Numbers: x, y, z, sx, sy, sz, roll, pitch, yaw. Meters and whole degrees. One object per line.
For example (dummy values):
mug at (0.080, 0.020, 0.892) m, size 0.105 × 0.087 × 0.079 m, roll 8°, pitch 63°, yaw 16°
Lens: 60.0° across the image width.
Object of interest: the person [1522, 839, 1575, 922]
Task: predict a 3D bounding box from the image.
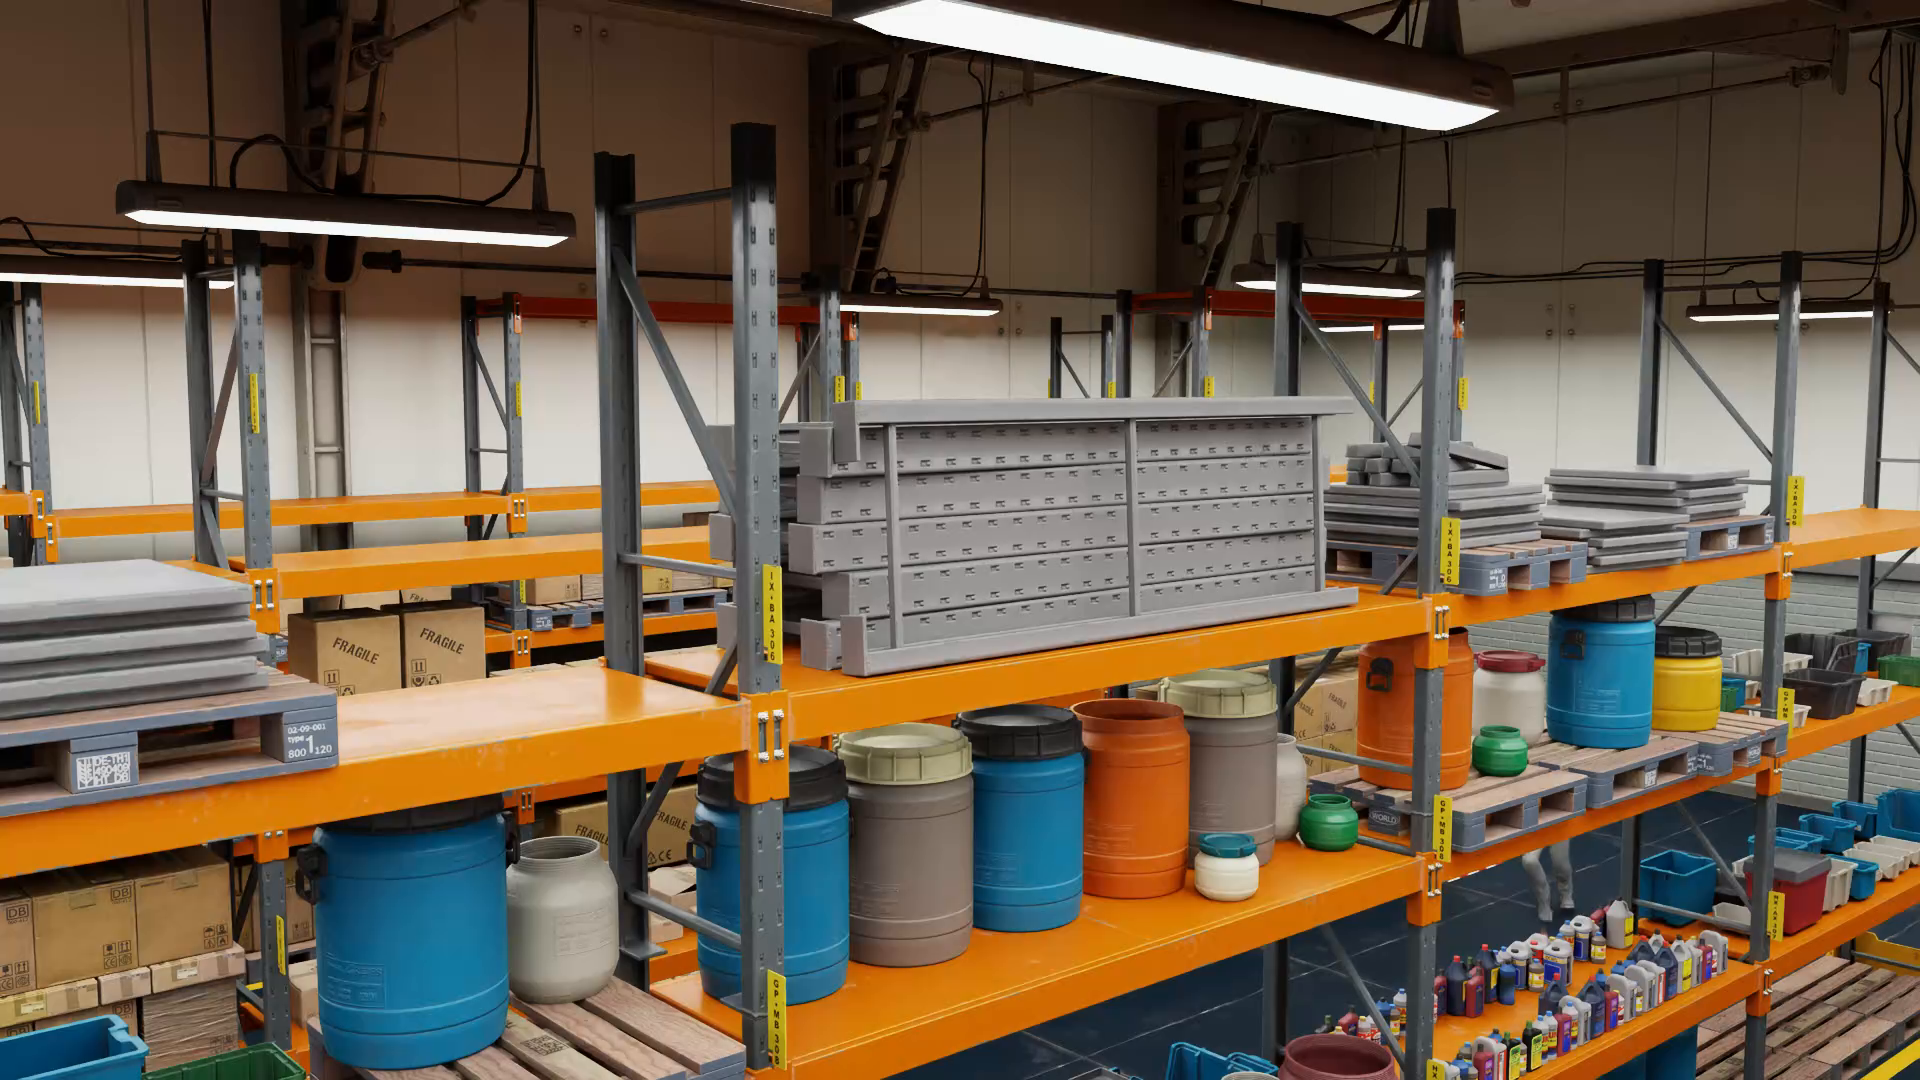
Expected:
person at (5.640, 2.775, 16.174) m, size 0.762 × 1.819 × 0.710 m, roll 3°, pitch 6°, yaw 29°
